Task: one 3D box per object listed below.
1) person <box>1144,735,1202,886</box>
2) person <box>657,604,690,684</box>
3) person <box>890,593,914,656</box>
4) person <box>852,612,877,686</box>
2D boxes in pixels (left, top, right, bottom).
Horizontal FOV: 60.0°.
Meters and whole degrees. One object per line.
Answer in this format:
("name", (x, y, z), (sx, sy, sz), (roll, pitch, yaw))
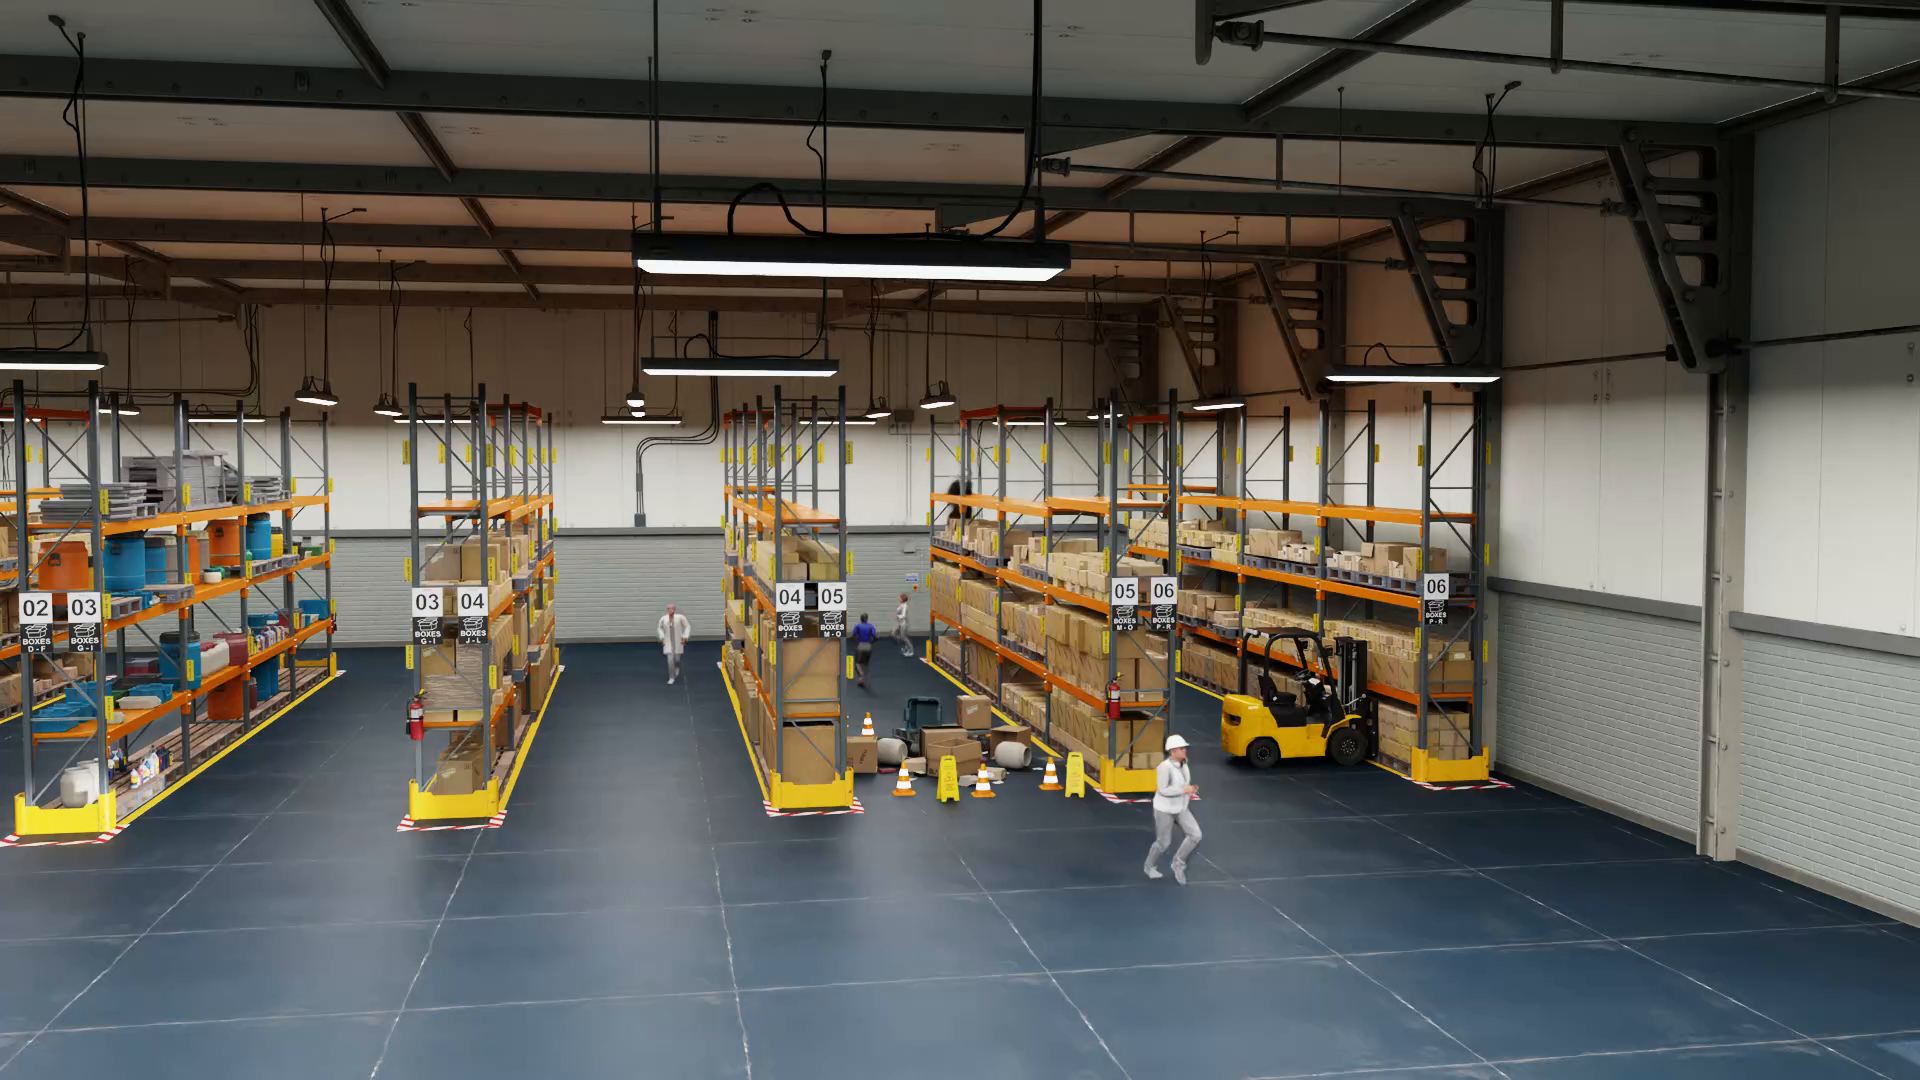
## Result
("person", (2.474, 3.136, 19.340), (0.809, 1.766, 0.682), (3, 4, 43))
("person", (-6.326, 2.282, 36.749), (0.722, 1.761, 0.695), (0, 3, -2))
("person", (-1.450, 2.101, 41.369), (0.627, 1.558, 0.508), (-1, 3, -19))
("person", (-2.086, 2.370, 36.052), (0.549, 1.609, 0.536), (-1, 3, -15))
